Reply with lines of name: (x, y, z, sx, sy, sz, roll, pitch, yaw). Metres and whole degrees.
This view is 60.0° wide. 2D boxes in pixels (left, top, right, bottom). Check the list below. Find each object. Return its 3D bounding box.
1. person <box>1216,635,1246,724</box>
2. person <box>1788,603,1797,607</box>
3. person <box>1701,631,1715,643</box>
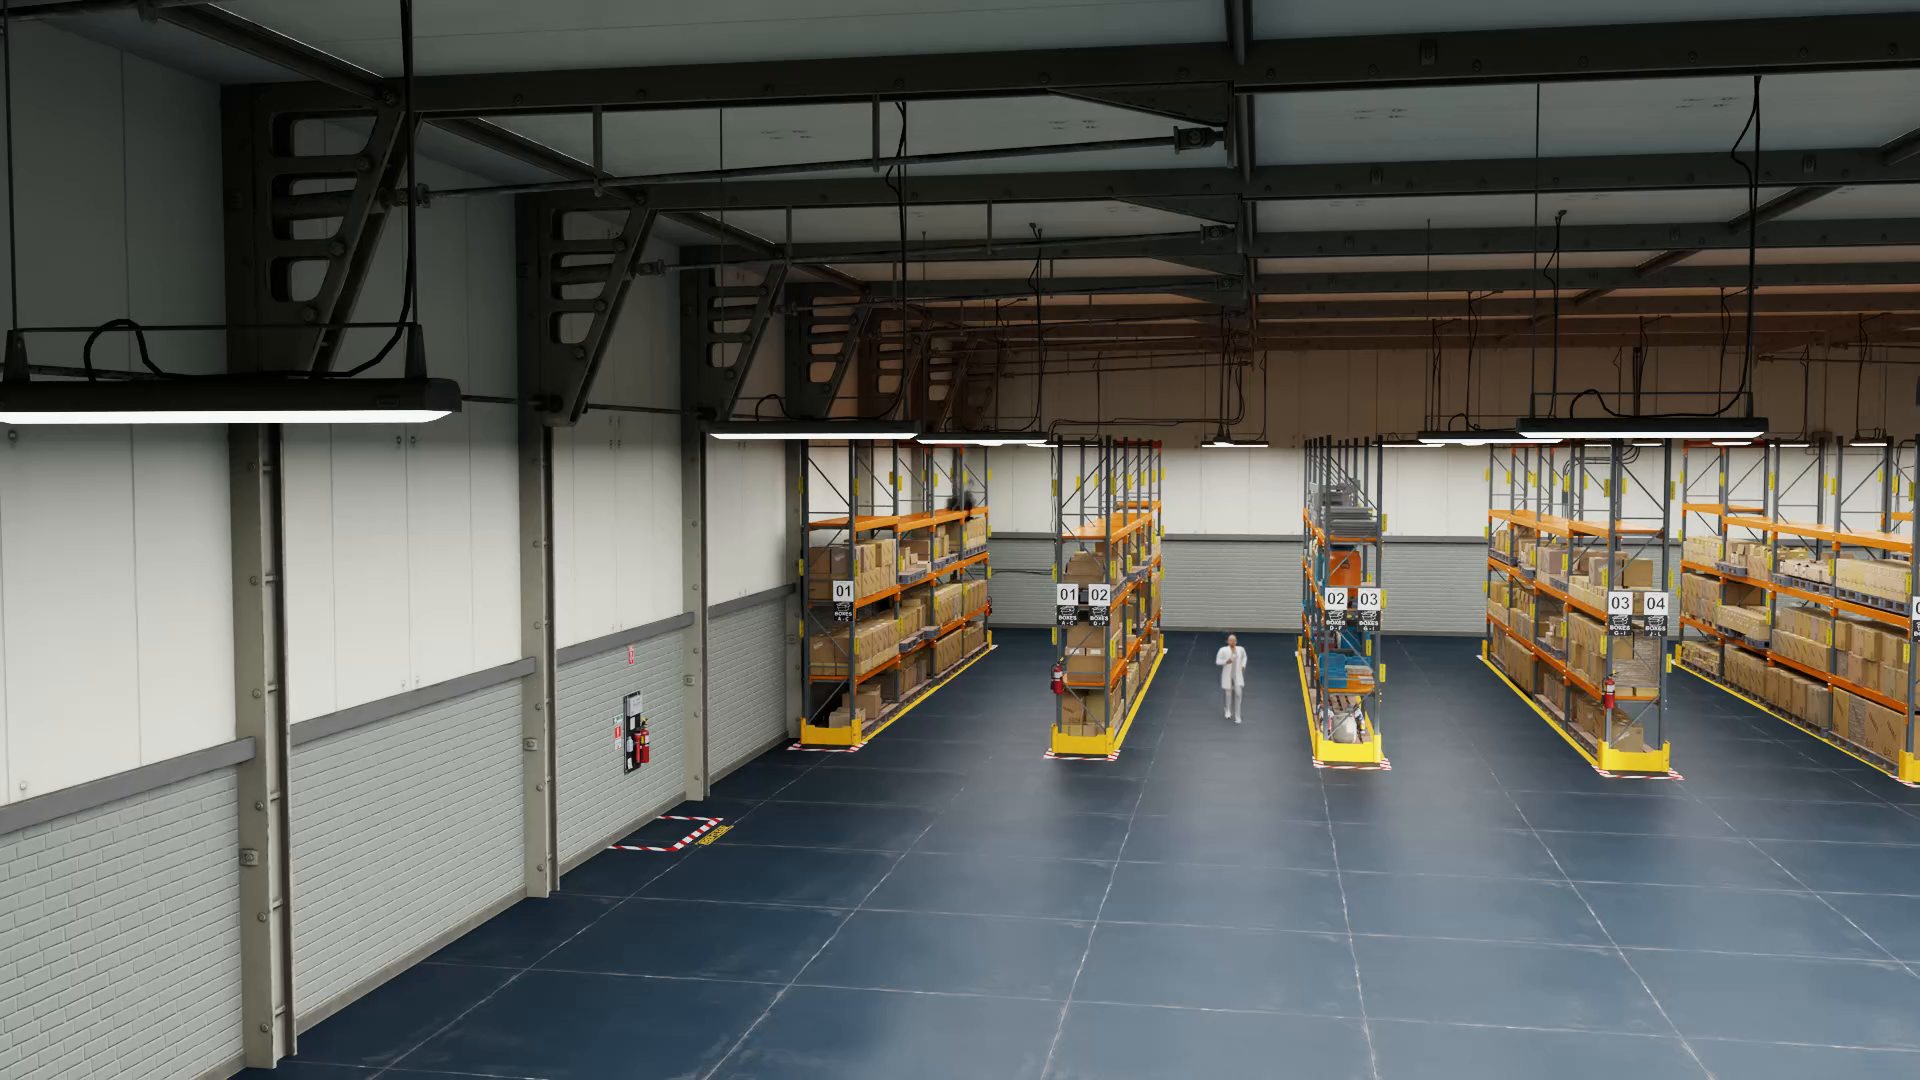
person: (5.741, 2.959, 35.108, 0.690, 1.727, 0.910, 0, 3, 0)
person: (21.464, 2.491, 42.899, 0.705, 1.765, 0.961, 0, 3, 0)
person: (20.618, 2.450, 45.584, 0.632, 1.651, 0.502, -2, 3, -28)
